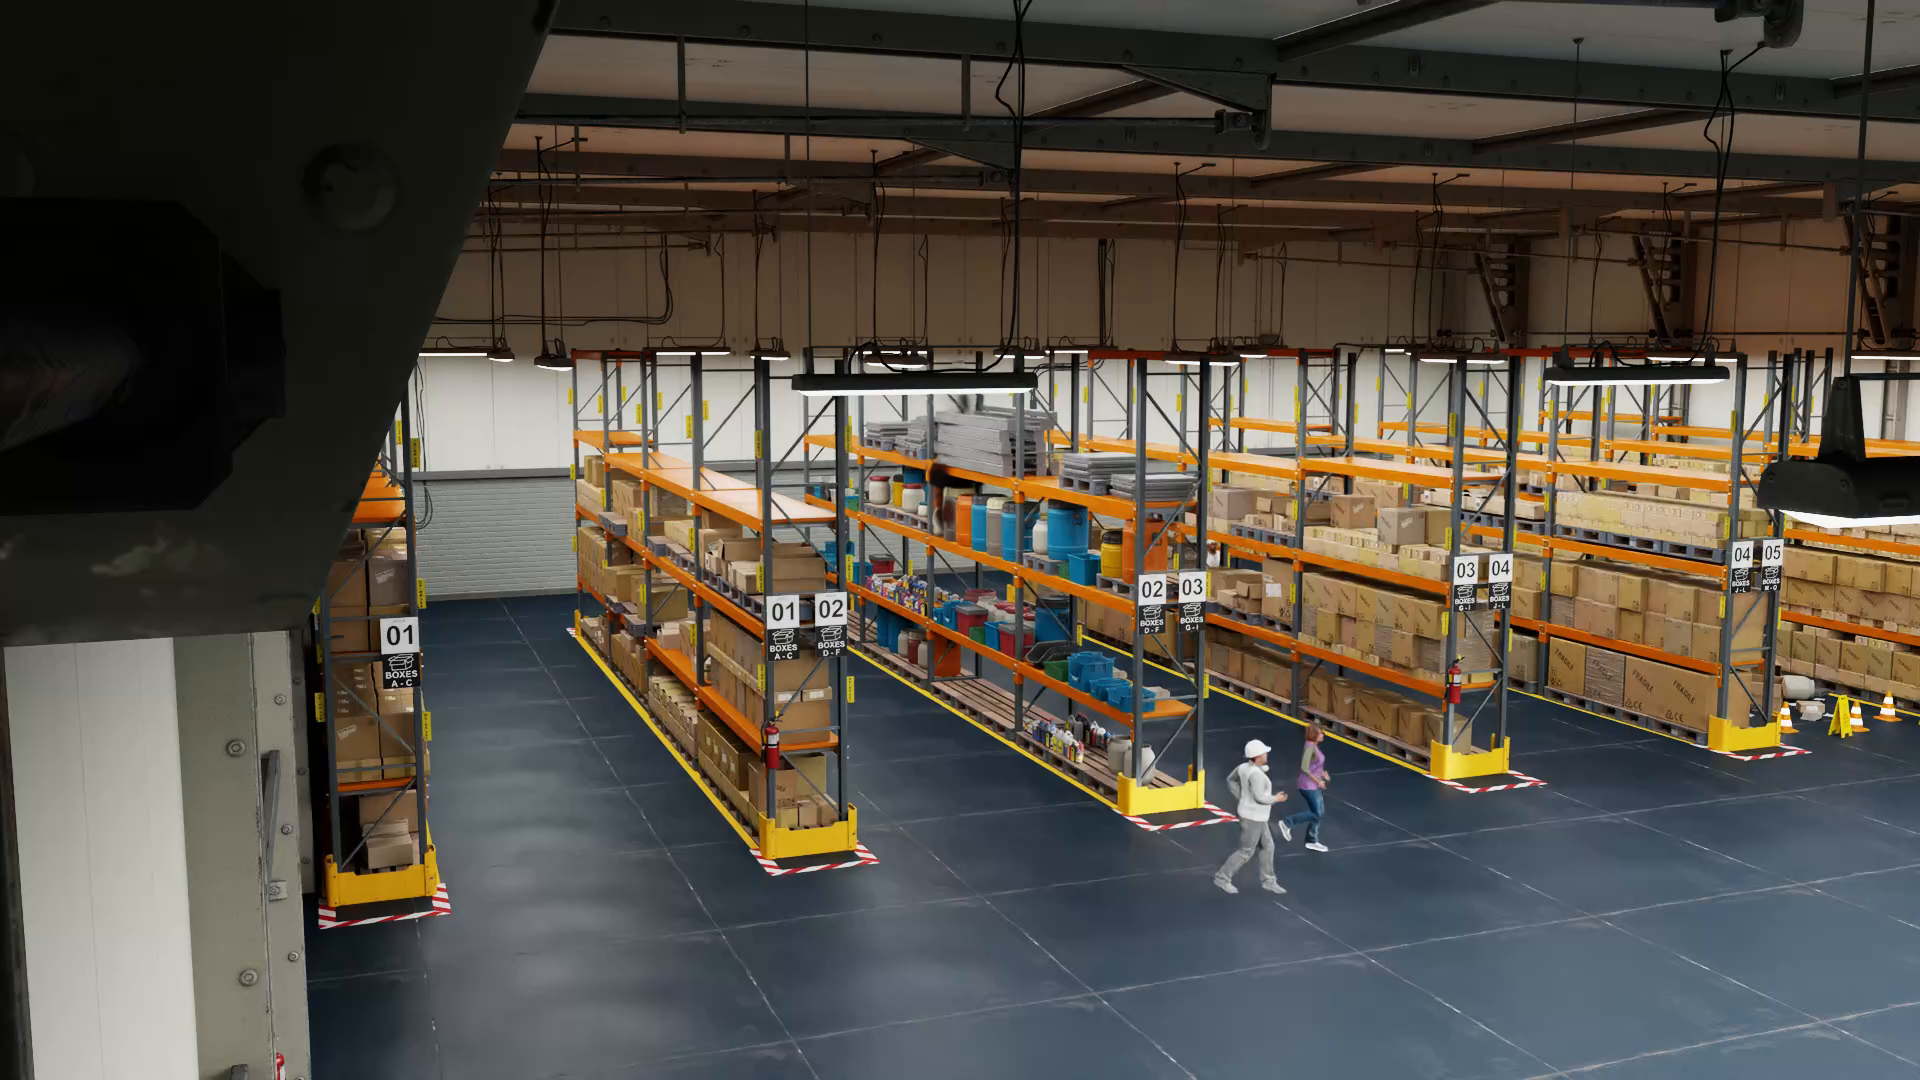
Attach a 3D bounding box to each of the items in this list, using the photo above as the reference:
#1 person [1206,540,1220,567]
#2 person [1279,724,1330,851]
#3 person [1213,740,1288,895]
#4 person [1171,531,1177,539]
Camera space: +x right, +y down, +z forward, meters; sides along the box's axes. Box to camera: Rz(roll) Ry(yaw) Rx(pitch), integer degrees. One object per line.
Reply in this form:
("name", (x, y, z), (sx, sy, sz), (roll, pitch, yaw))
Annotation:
("person", (5.604, 0.834, 37.227), (0.707, 1.749, 0.709), (-2, 8, -19))
("person", (4.242, 3.035, 20.454), (0.598, 1.578, 0.535), (2, 7, 15))
("person", (3.278, 3.133, 18.668), (0.847, 1.808, 0.643), (0, 7, 2))
("person", (5.173, 0.493, 40.657), (0.647, 1.594, 0.496), (5, 9, 37))
